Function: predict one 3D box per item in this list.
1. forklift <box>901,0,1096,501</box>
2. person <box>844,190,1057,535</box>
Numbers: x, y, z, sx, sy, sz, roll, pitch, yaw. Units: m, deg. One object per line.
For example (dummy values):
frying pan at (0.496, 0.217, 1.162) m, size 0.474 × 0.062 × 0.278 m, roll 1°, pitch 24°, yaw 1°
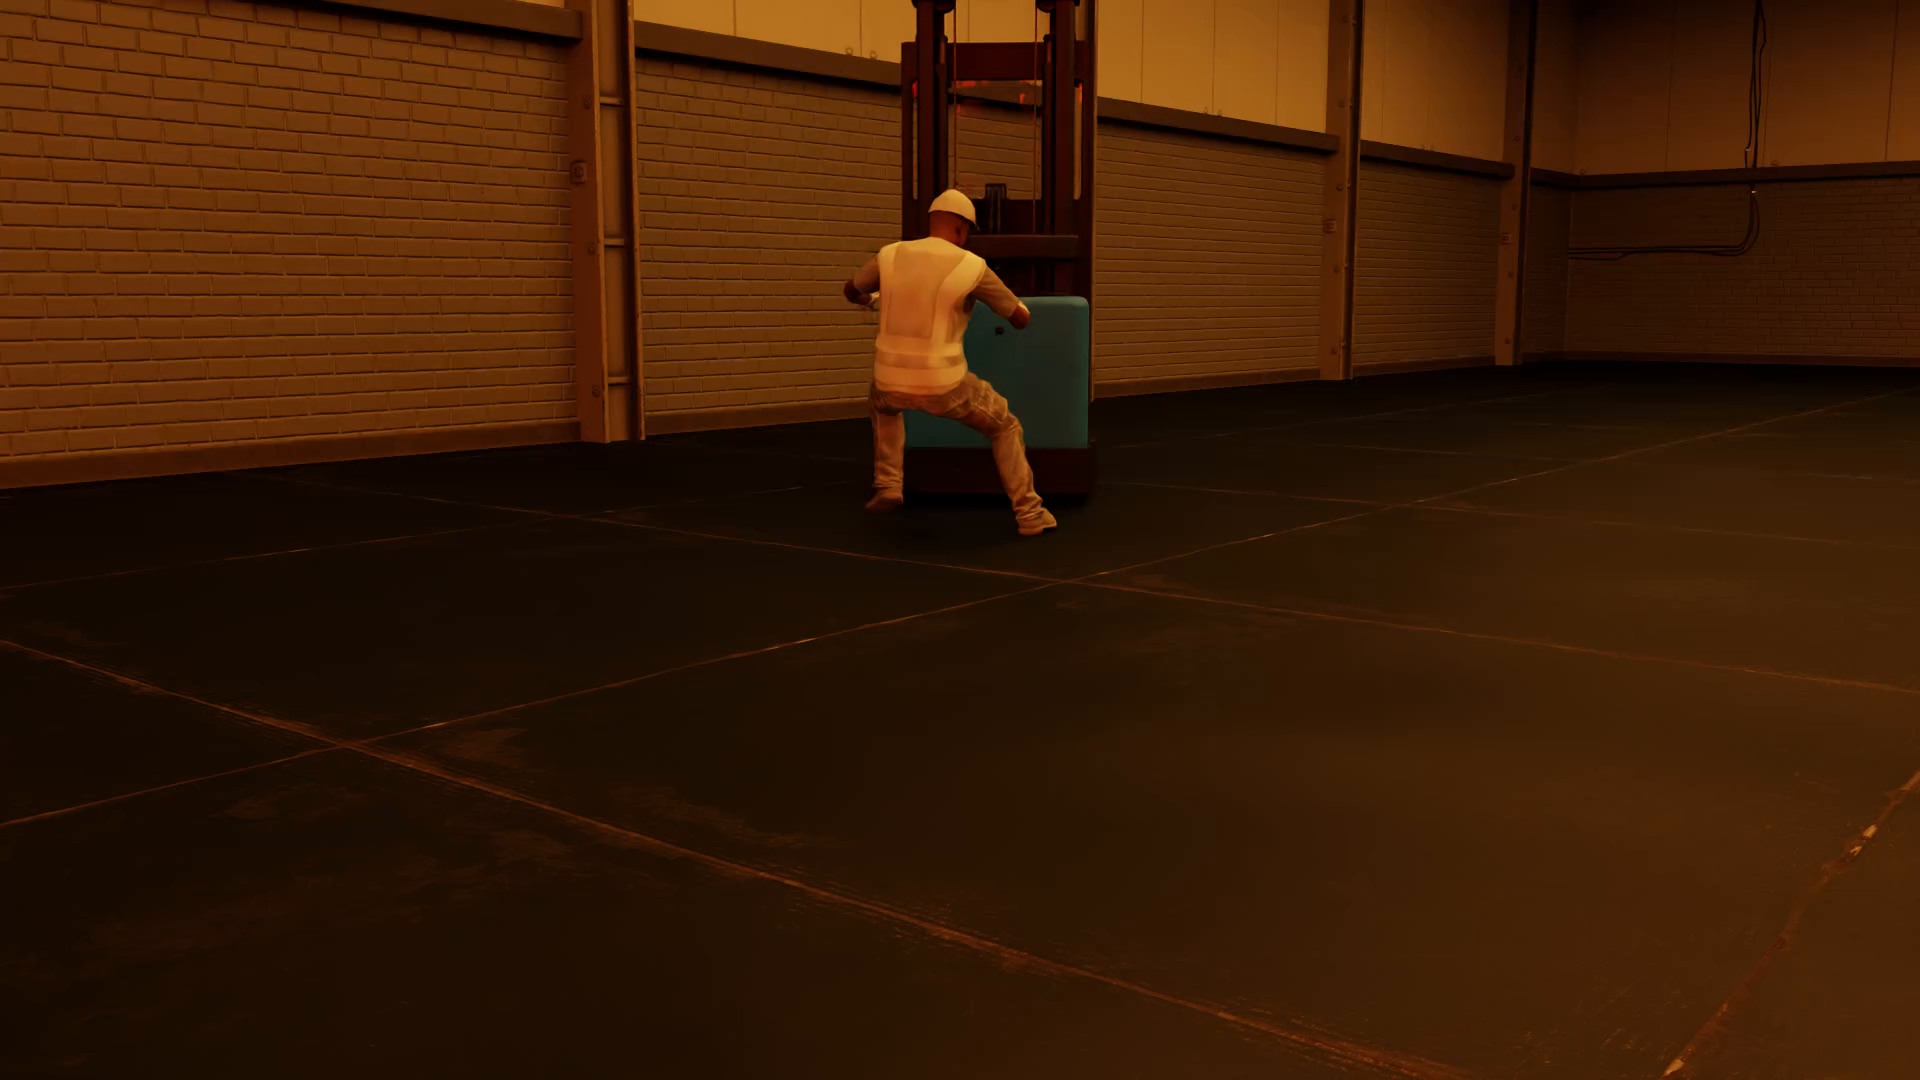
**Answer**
forklift at (0.226, -1.832, 9.799) m, size 1.130 × 2.935 × 3.031 m, roll 0°, pitch 8°, yaw 3°
person at (-0.078, -0.824, 7.699) m, size 1.040 × 1.552 × 0.792 m, roll 4°, pitch 9°, yaw 24°
